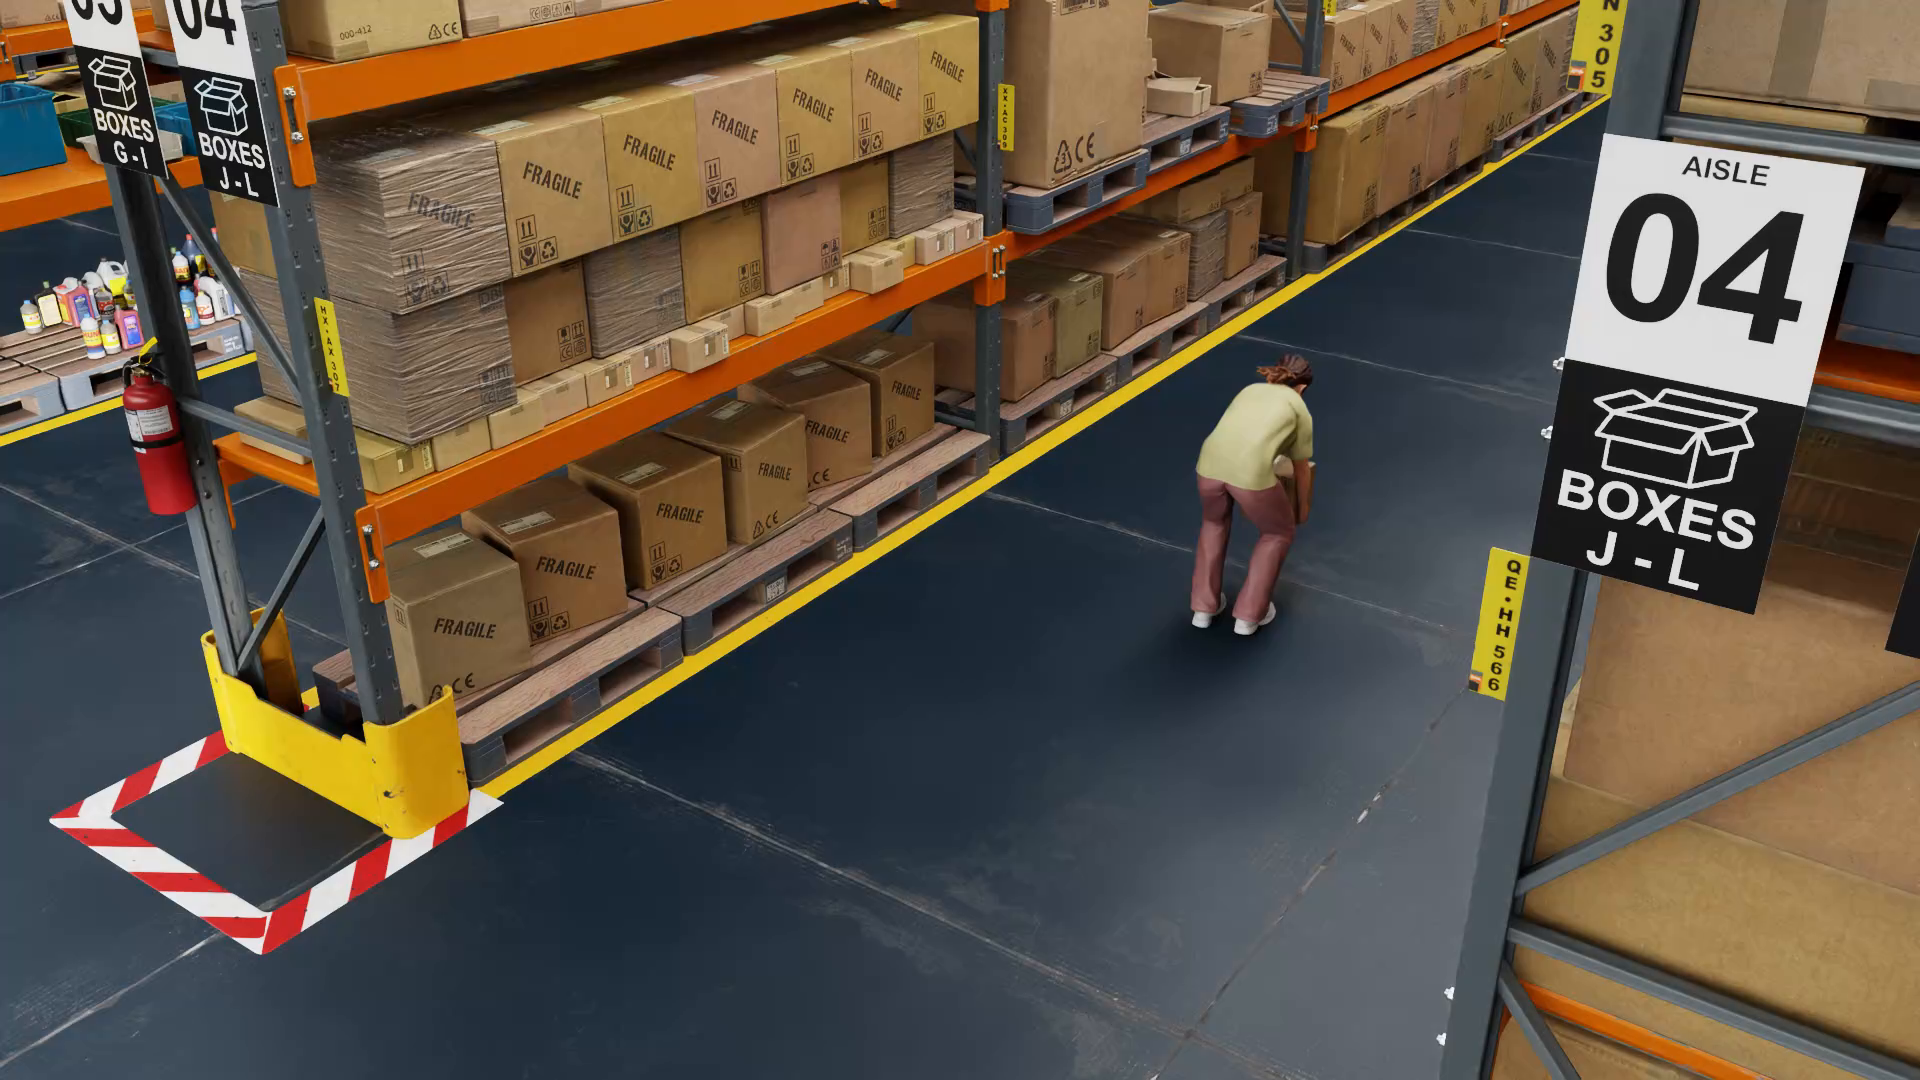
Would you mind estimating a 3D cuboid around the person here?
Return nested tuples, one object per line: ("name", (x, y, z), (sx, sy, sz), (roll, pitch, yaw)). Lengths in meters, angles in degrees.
("person", (1.354, -0.207, 7.591), (0.435, 1.162, 0.849), (16, 31, 28))
